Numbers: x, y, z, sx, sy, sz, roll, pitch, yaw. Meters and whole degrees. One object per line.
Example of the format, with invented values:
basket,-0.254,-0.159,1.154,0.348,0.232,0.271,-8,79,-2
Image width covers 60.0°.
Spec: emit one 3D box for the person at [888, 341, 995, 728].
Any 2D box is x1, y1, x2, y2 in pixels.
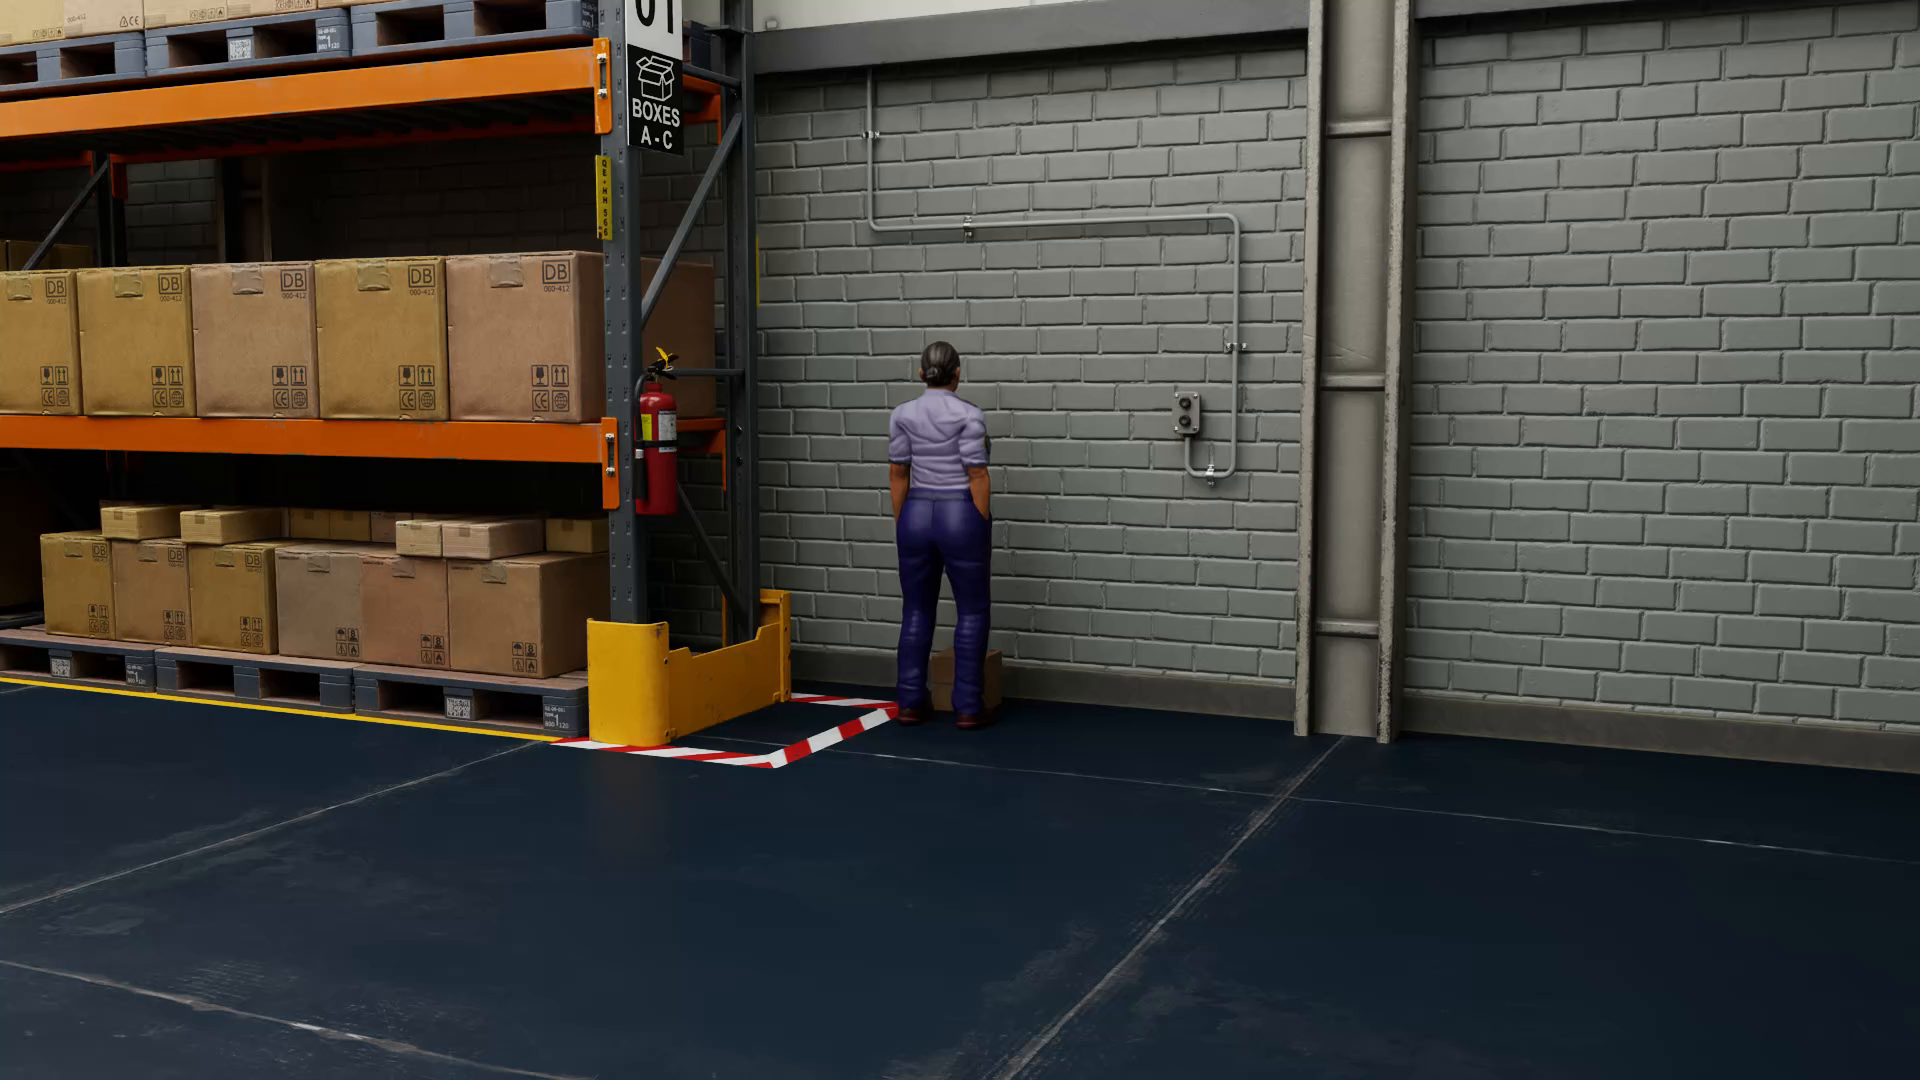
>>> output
person,-0.077,-0.026,7.143,0.467,1.646,0.343,2,6,23
